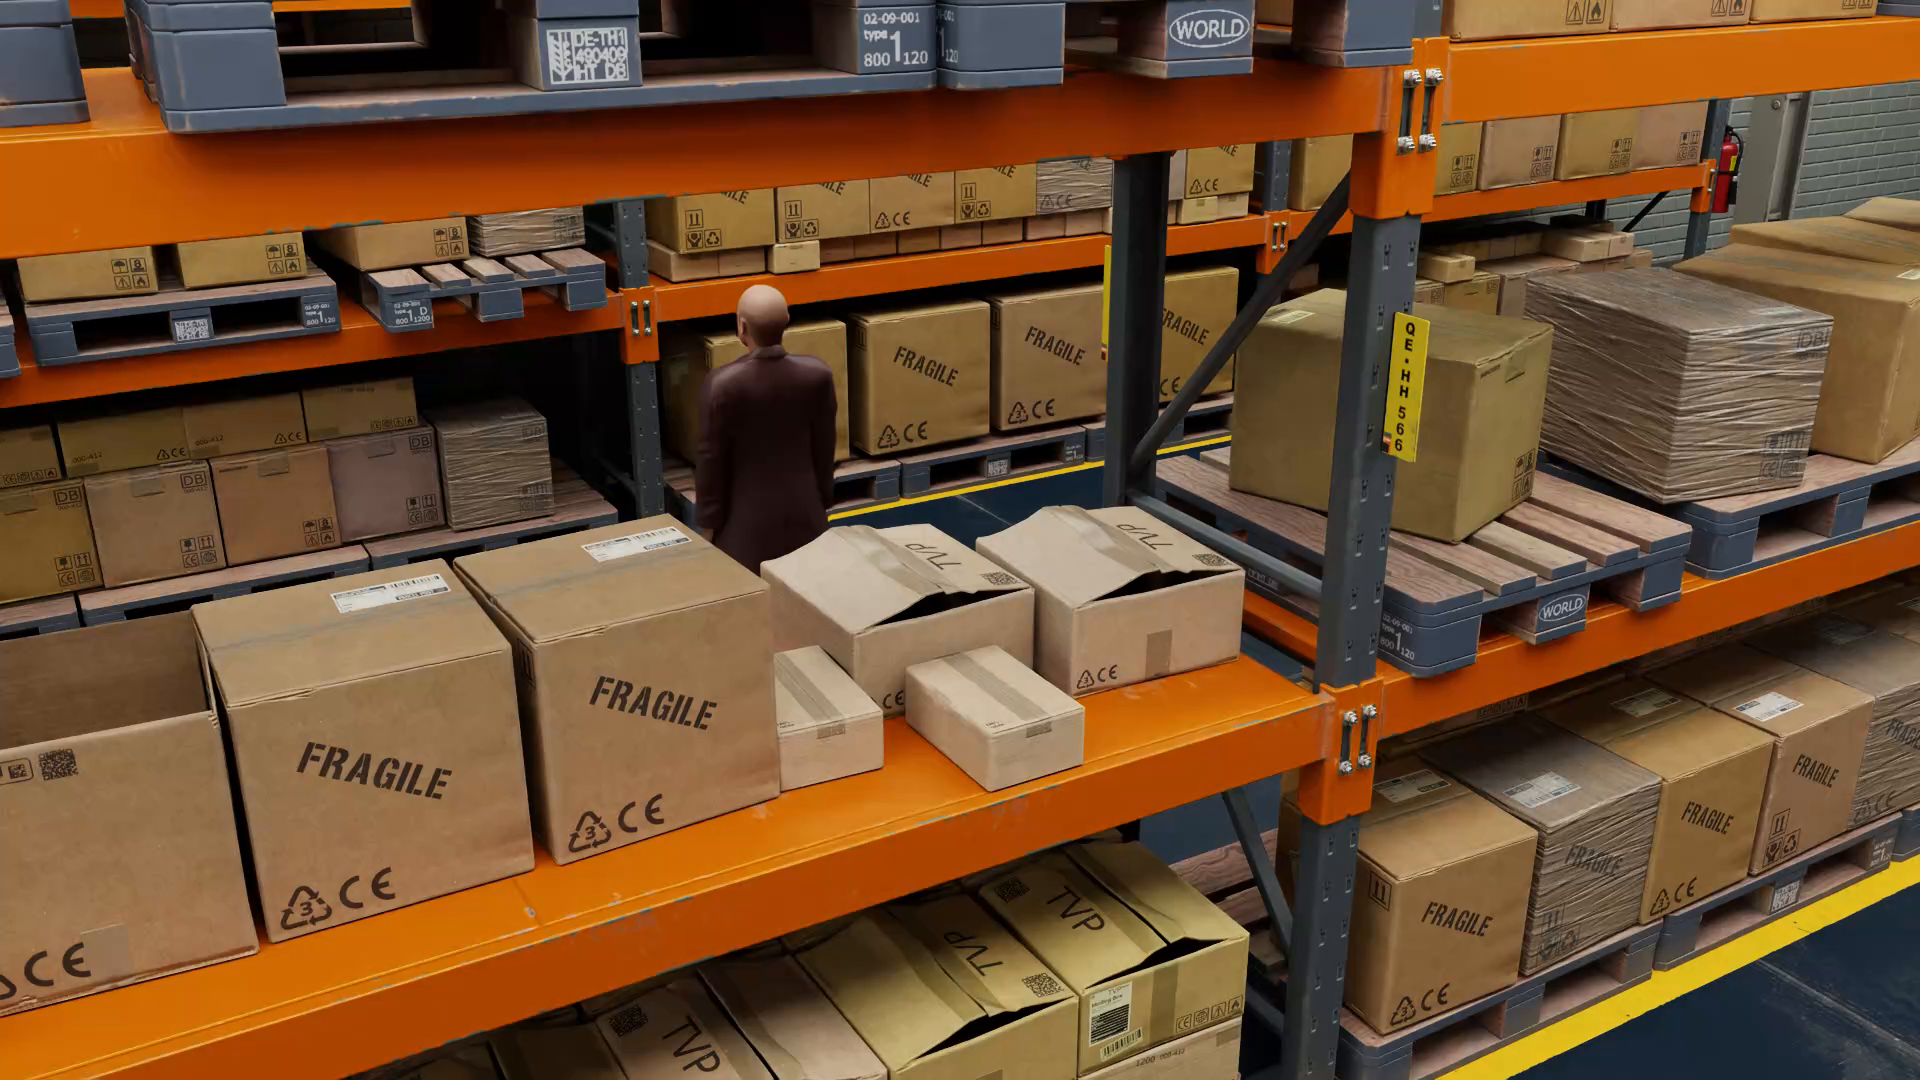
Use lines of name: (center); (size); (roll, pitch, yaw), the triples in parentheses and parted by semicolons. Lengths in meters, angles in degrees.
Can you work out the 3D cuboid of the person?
person: (-0.738, -0.090, 6.298); (0.562, 1.784, 0.374); (-12, 24, -27)
